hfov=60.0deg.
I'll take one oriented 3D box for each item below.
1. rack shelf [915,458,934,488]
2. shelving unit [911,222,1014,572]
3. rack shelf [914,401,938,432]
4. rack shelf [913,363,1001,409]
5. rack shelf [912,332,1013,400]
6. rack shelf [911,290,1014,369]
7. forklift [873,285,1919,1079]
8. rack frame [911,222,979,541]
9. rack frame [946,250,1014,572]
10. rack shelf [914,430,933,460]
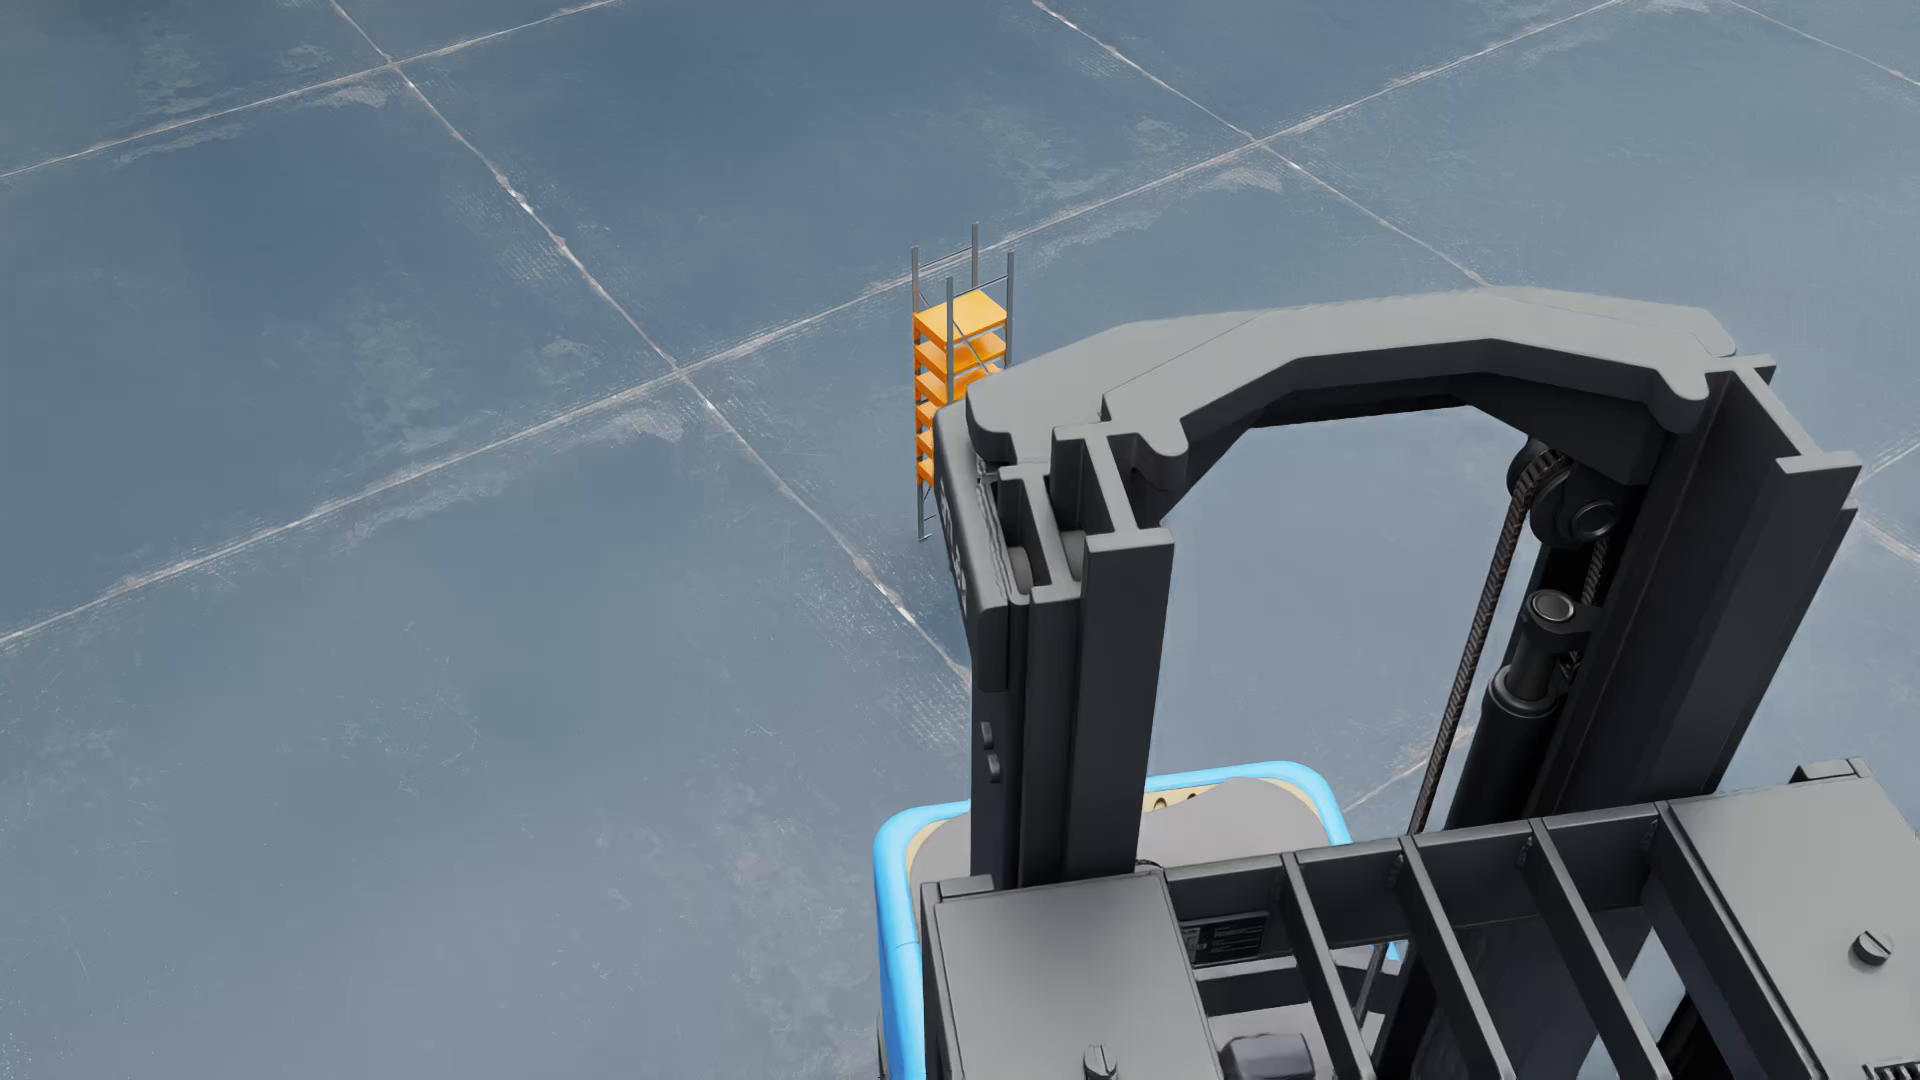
[{"bbox_3d":[0.008,-0.220,5.524,0.258,0.103,0.180,-26,49,-24],"label":"rack shelf"},{"bbox_3d":[0.008,-0.426,5.327,0.258,1.200,0.189,-26,49,-24],"label":"shelving unit"},{"bbox_3d":[0.008,-0.394,5.358,0.258,0.103,0.180,-26,49,-24],"label":"rack shelf"},{"bbox_3d":[0.008,-0.480,5.275,0.258,0.103,0.180,-26,49,-24],"label":"rack shelf"},{"bbox_3d":[0.008,-0.567,5.192,0.258,0.103,0.180,-26,49,-24],"label":"rack shelf"},{"bbox_3d":[0.008,-0.654,5.109,0.258,0.103,0.180,-26,49,-24],"label":"rack shelf"},{"bbox_3d":[0.540,1.256,2.312,1.130,2.935,3.031,-6,44,-7],"label":"forklift"},{"bbox_3d":[-0.044,-0.478,5.381,0.240,1.200,0.006,-26,49,-24],"label":"rack frame"},{"bbox_3d":[0.061,-0.374,5.273,0.240,1.200,0.006,-26,49,-24],"label":"rack frame"},{"bbox_3d":[0.008,-0.307,5.441,0.258,0.103,0.180,-26,49,-24],"label":"rack shelf"}]
